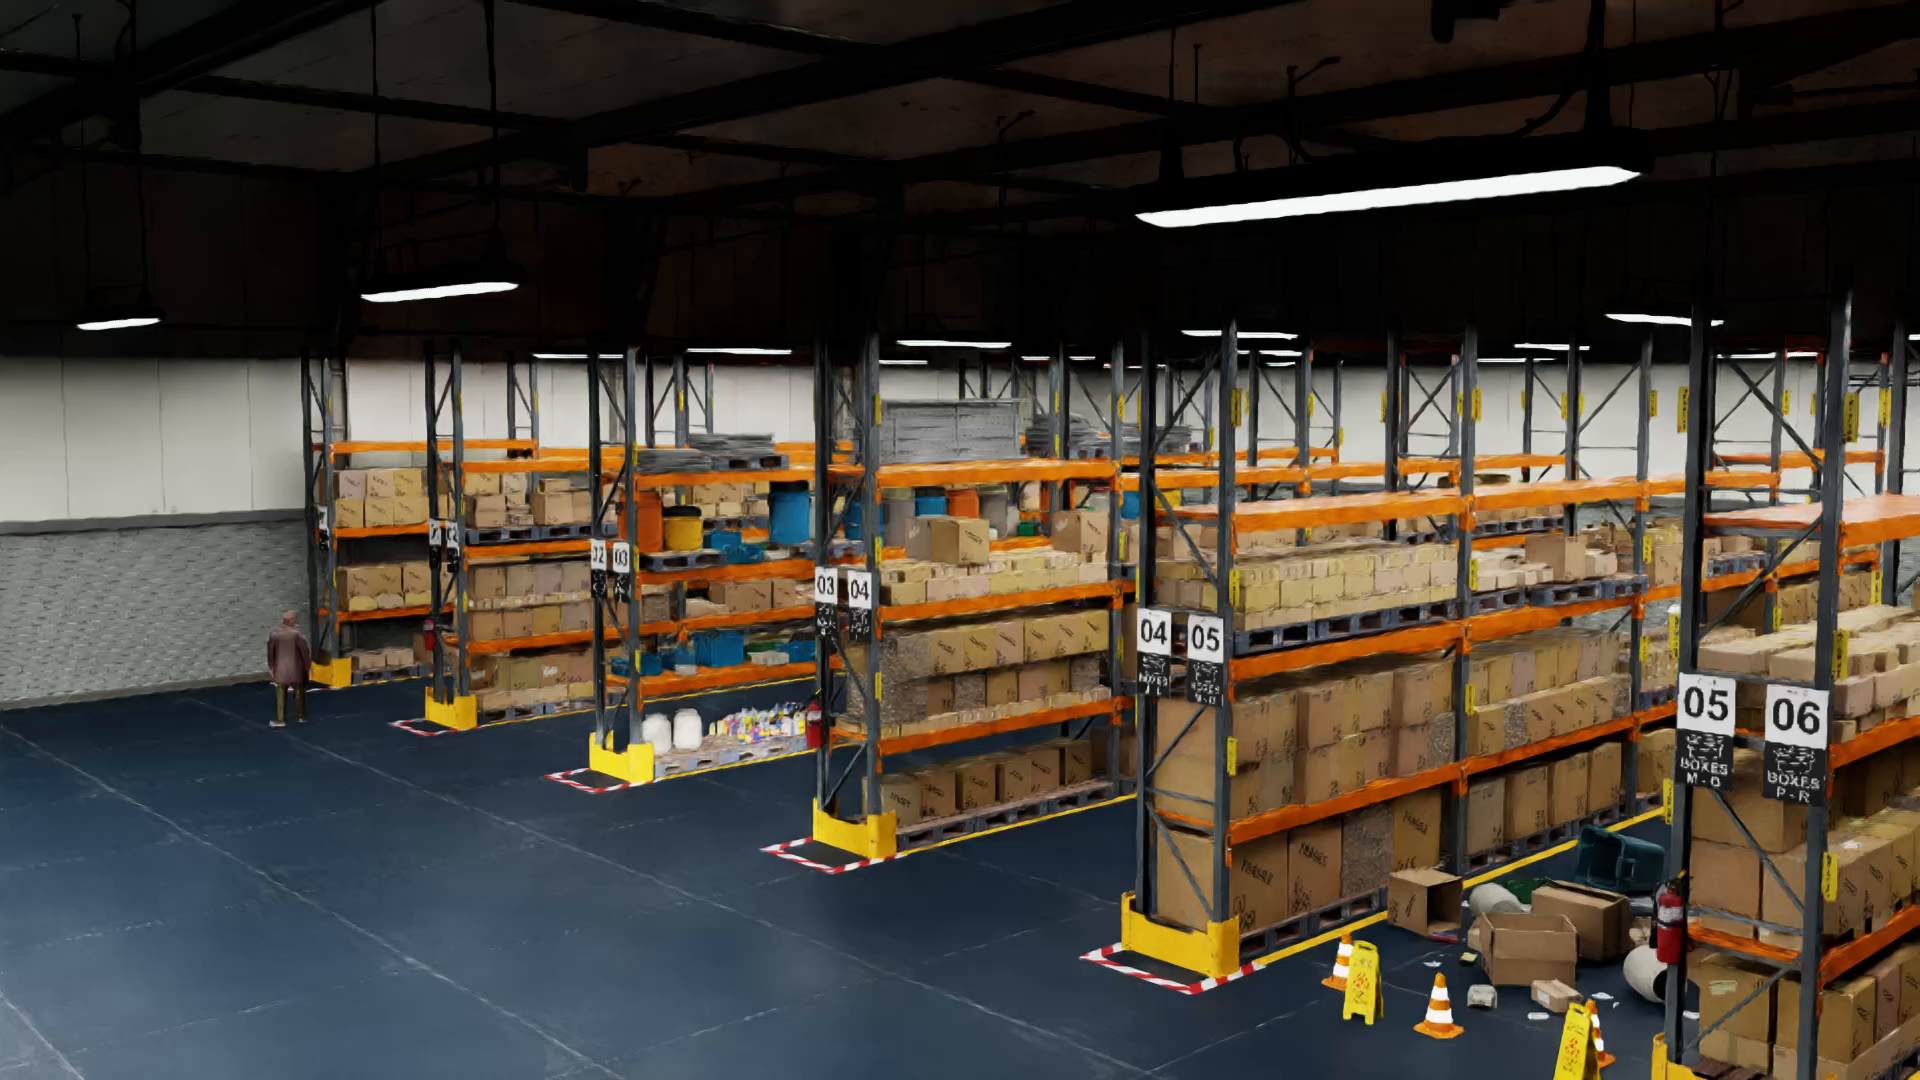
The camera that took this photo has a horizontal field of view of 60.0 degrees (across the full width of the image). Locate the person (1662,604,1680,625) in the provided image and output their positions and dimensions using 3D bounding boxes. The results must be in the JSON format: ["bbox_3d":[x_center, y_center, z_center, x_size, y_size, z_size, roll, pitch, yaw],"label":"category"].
[{"bbox_3d":[11.786,1.905,27.366,0.574,1.726,0.677,-5,7,-45],"label":"person"}]

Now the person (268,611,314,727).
[{"bbox_3d":[-10.421,1.983,25.904,0.667,1.773,0.630,-1,5,-13],"label":"person"}]
